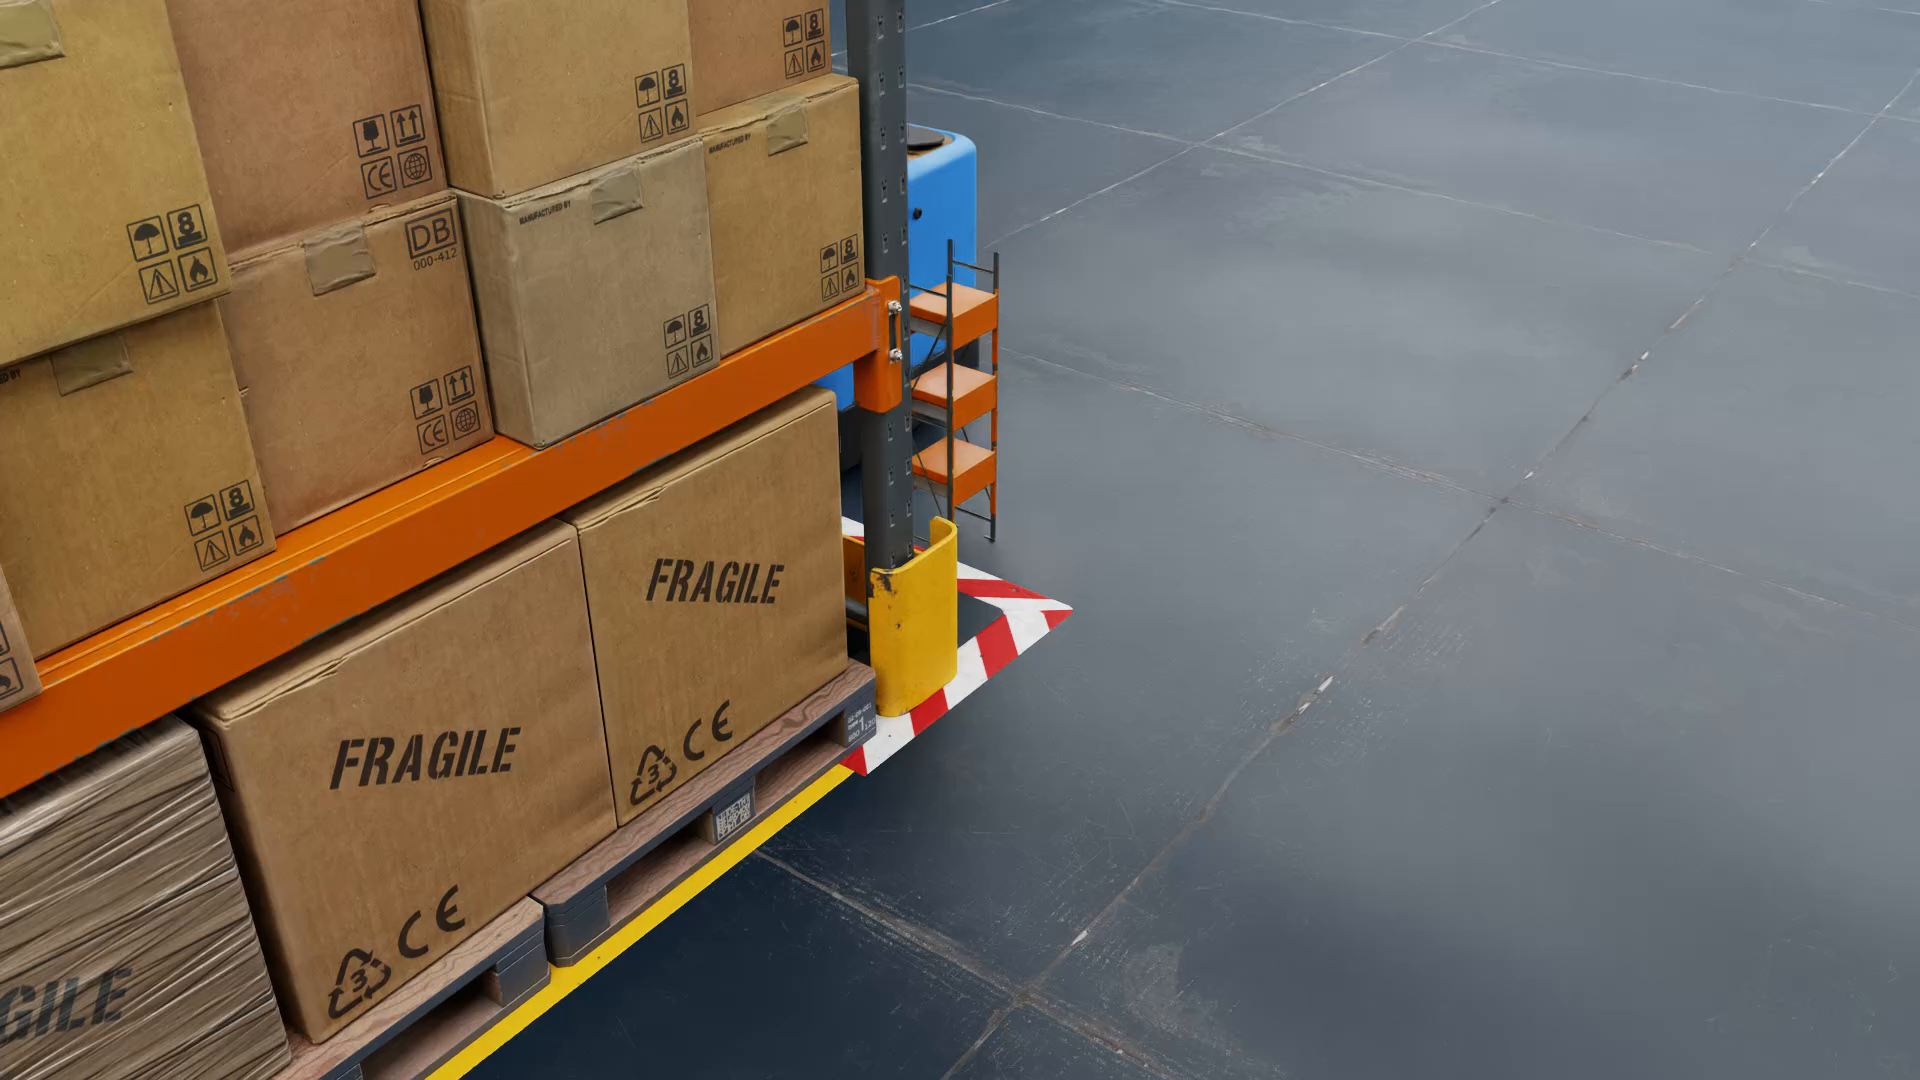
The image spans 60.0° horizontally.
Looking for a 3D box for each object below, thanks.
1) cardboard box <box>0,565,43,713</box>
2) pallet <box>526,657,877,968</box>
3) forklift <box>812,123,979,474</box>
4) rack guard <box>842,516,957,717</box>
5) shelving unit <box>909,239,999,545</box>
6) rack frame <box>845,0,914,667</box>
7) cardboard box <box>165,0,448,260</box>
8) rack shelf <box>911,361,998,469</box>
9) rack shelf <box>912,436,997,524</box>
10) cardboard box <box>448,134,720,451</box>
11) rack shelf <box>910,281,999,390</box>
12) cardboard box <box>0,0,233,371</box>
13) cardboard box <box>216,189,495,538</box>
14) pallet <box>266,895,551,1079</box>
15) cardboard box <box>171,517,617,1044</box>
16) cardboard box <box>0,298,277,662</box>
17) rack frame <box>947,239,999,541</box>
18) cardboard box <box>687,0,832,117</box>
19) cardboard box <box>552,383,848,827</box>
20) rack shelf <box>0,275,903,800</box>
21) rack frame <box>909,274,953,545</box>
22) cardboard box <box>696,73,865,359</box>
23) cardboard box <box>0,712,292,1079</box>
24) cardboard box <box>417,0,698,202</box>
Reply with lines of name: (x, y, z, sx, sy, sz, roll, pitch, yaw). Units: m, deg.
cardboard box: (-2.034, -0.003, 2.665, 0.875, 0.550, 0.550, 21, 37, 31)
pallet: (-0.986, 0.552, 4.612, 1.003, 0.211, 1.213, 21, 37, 31)
forklift: (-1.427, -2.060, 6.352, 3.031, 2.935, 1.130, 19, 36, 29)
rack guard: (-0.552, 0.069, 5.143, 1.175, 0.500, 0.348, 21, 37, 31)
shelving unit: (-0.032, -0.430, 5.446, 0.215, 1.050, 0.252, 21, 37, 31)
rack frame: (-0.566, -0.997, 4.490, 1.000, 3.000, 0.127, 21, 37, 31)
cardboard box: (-1.526, -0.949, 3.203, 0.875, 0.550, 0.550, 21, 37, 31)
rack shelf: (-0.032, -0.421, 5.451, 0.215, 0.259, 0.240, 21, 37, 31)
rack shelf: (-0.032, -0.182, 5.593, 0.215, 0.259, 0.240, 21, 37, 31)
cardboard box: (-1.069, -0.666, 3.785, 0.875, 0.550, 0.550, 21, 37, 31)
rack shelf: (-0.032, -0.665, 5.307, 0.215, 0.259, 0.240, 21, 37, 31)
cardboard box: (-1.742, -0.694, 2.772, 0.875, 0.550, 0.500, 21, 37, 31)
cardboard box: (-1.507, -0.477, 3.466, 0.875, 0.550, 0.550, 21, 37, 31)
pallet: (-1.723, 1.046, 3.778, 1.003, 0.211, 1.213, 21, 37, 31)
cardboard box: (-1.452, 0.391, 3.820, 0.875, 0.875, 0.875, 20, 36, 31)
cardboard box: (-1.794, -0.249, 3.081, 0.875, 0.550, 0.500, 21, 37, 31)
rack frame: (0.041, -0.480, 5.529, 0.200, 1.050, 0.008, 21, 37, 31)
cardboard box: (-0.821, -1.387, 3.942, 0.875, 0.550, 0.550, 21, 37, 31)
cardboard box: (-0.923, 0.033, 4.425, 0.875, 0.875, 0.875, 21, 37, 32)
rack shelf: (-1.773, 0.126, 3.301, 1.077, 0.370, 4.000, 21, 37, 31)
rack frame: (-0.106, -0.380, 5.362, 0.200, 1.050, 0.008, 21, 37, 31)
cardboard box: (-0.754, -0.896, 4.173, 0.875, 0.550, 0.550, 21, 37, 31)
cardboard box: (-2.004, 0.761, 3.196, 0.875, 0.875, 0.875, 21, 37, 32)
cardboard box: (-1.079, -1.135, 3.517, 0.875, 0.550, 0.550, 21, 37, 31)
